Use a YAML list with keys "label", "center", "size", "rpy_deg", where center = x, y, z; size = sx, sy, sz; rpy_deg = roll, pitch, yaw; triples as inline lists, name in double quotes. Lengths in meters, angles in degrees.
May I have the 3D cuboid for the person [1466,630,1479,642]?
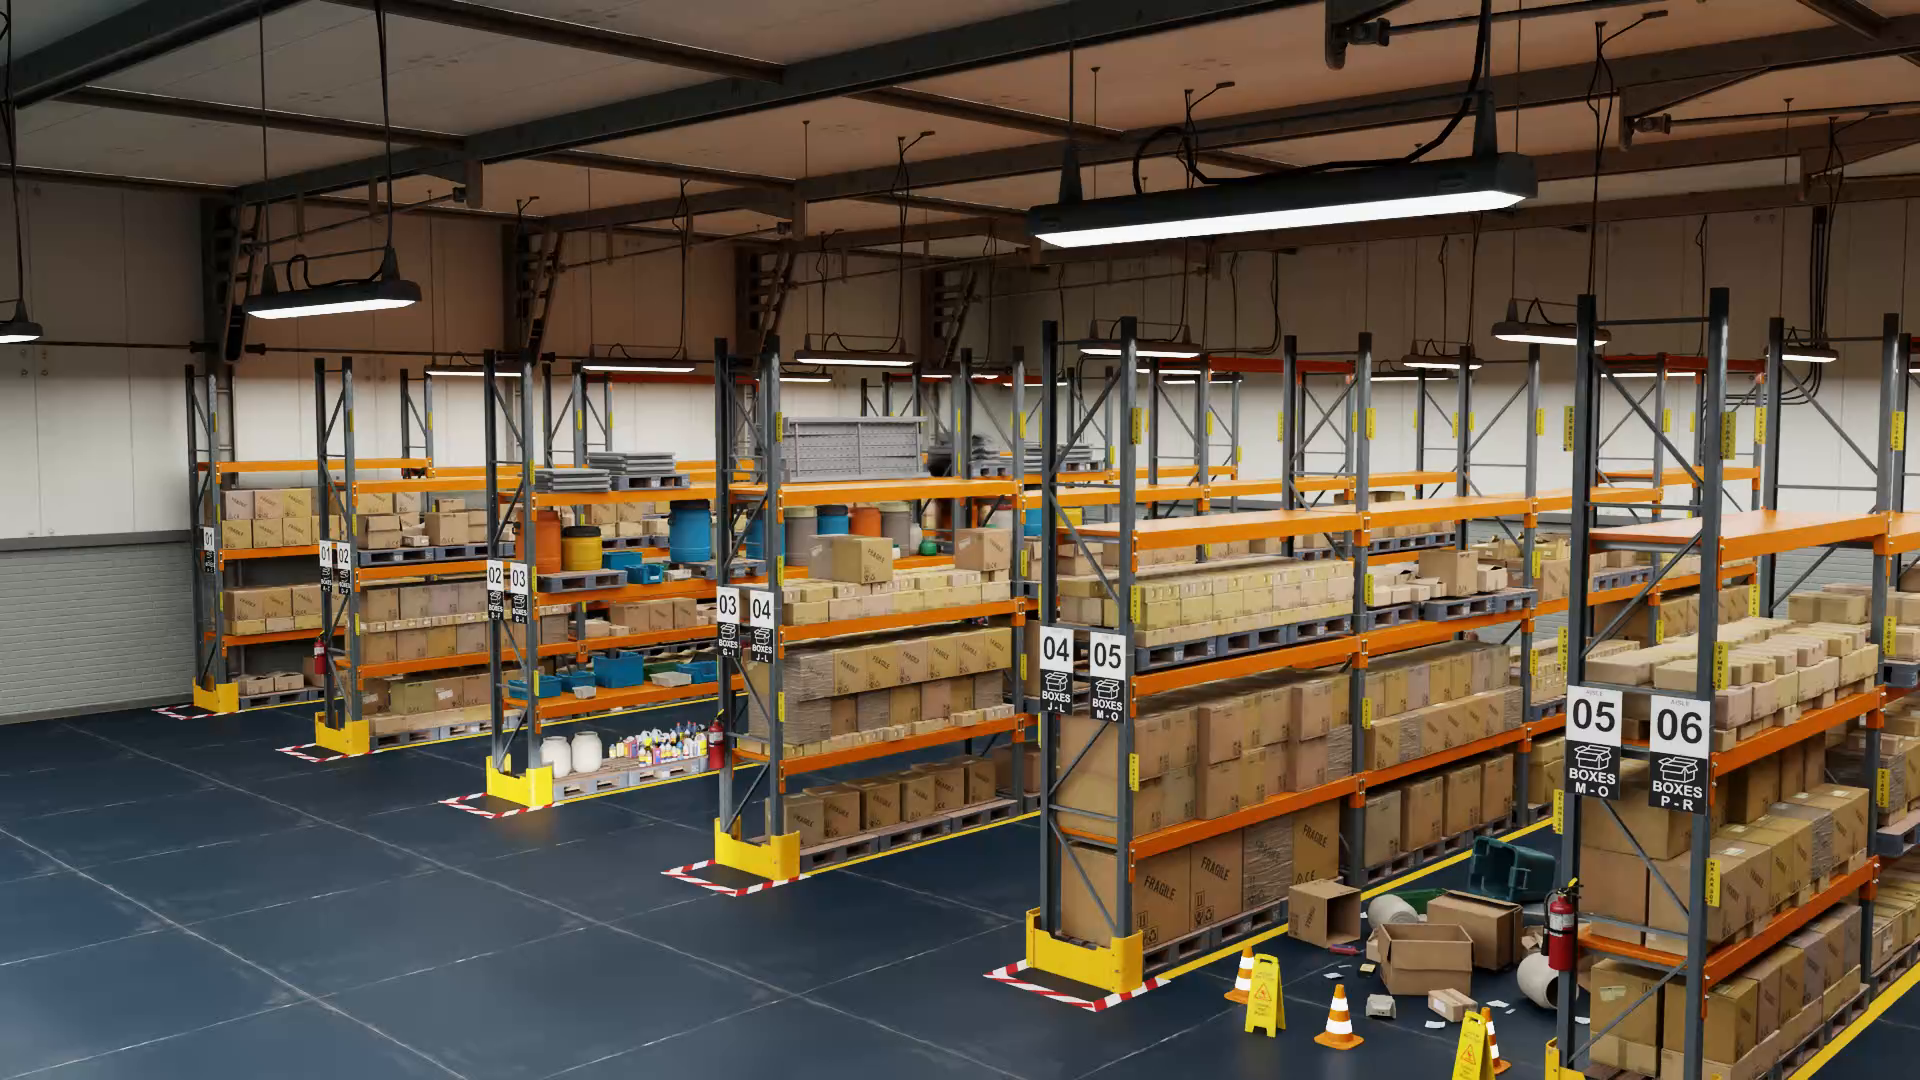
- label: "person"
  center: [8.559, 2.267, 27.612]
  size: [0.496, 1.580, 0.865]
  rpy_deg: [4, 6, 43]
